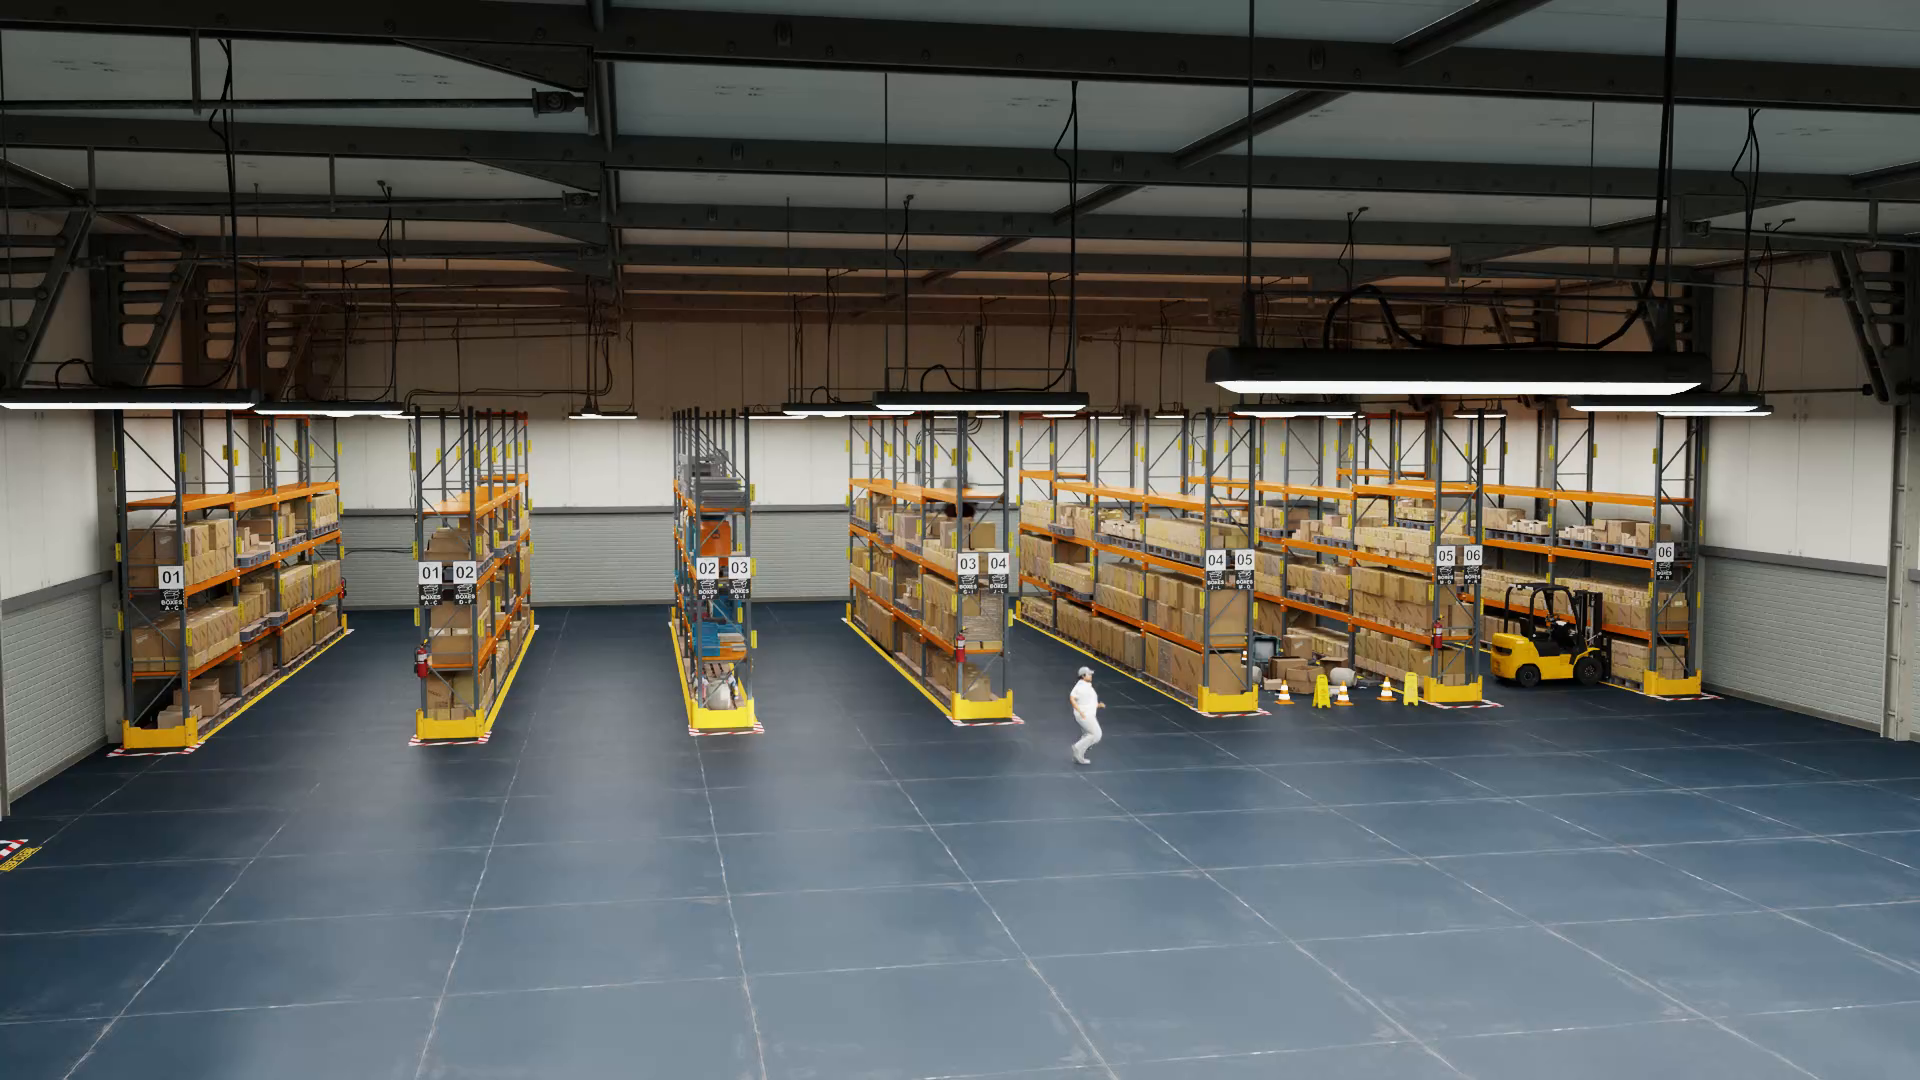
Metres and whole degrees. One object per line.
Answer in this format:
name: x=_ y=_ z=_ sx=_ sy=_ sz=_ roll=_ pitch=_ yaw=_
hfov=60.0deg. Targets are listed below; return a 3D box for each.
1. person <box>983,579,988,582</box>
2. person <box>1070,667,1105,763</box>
person: x=0.387 y=1.415 z=48.579 sx=0.739 sy=1.698 sz=0.554 roll=3 pitch=5 yaw=37
person: x=2.146 y=2.929 z=27.778 sx=0.559 sy=1.620 sz=0.606 roll=1 pitch=4 yaw=13
